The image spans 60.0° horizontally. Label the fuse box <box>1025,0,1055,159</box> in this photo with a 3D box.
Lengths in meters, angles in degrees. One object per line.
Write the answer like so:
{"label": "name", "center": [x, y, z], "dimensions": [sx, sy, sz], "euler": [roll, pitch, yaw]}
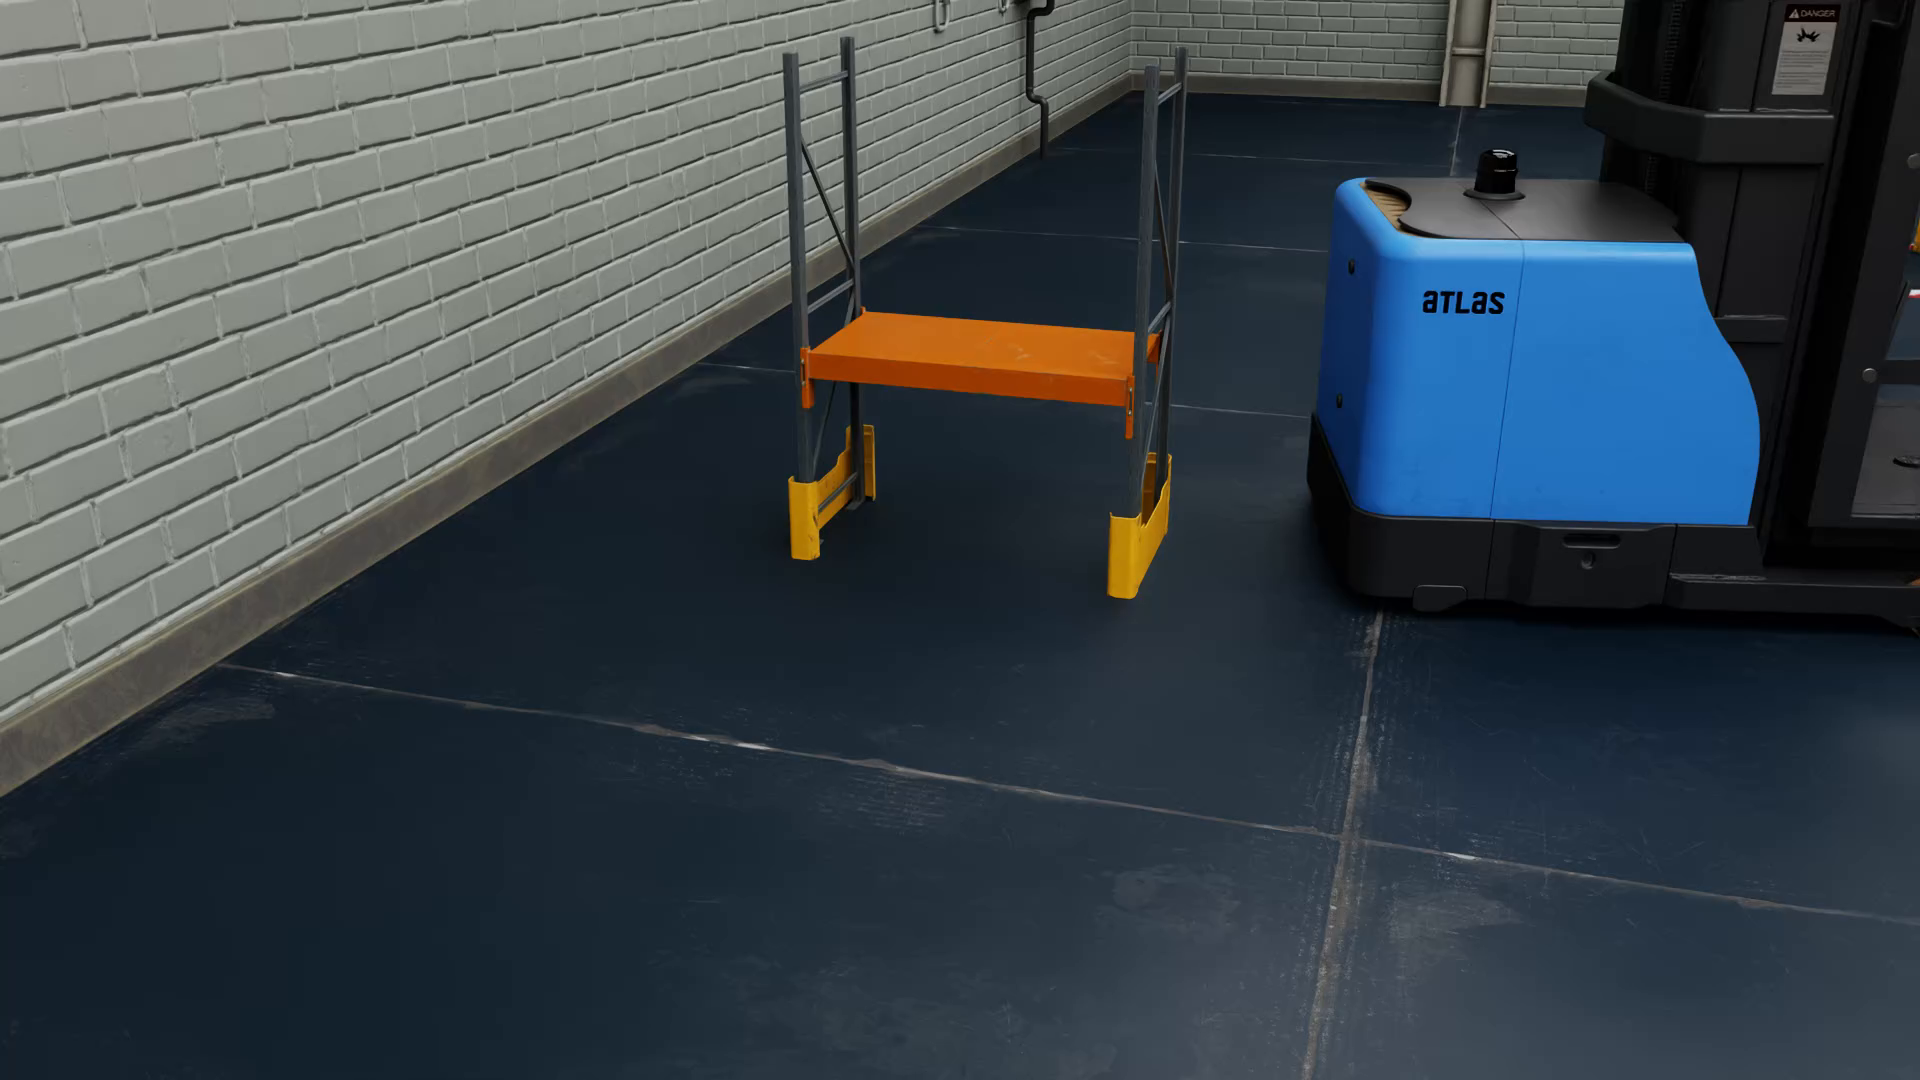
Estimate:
{"label": "fuse box", "center": [0.637, -3.538, 11.641], "dimensions": [0.414, 1.711, 0.539], "euler": [7, 23, 16]}

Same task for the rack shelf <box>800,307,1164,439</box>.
{"label": "rack shelf", "center": [0.082, -0.518, 5.031], "dimensions": [1.000, 0.185, 0.538], "euler": [7, 23, 16]}

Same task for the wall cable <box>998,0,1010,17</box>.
{"label": "wall cable", "center": [0.289, -4.374, 10.642], "dimensions": [0.122, 1.984, 0.588], "euler": [7, 23, 16]}

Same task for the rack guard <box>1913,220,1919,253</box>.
{"label": "rack guard", "center": [5.272, -1.624, 8.570], "dimensions": [0.348, 0.500, 1.175], "euler": [7, 23, 16]}

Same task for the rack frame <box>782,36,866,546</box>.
{"label": "rack frame", "center": [-0.405, -0.740, 5.098], "dimensions": [0.032, 1.500, 0.500], "euler": [7, 23, 16]}

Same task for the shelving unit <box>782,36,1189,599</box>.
{"label": "shelving unit", "center": [0.073, -0.686, 4.965], "dimensions": [1.083, 1.500, 0.587], "euler": [7, 23, 16]}

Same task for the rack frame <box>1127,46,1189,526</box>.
{"label": "rack frame", "center": [0.568, -0.629, 4.827], "dimensions": [0.032, 1.500, 0.500], "euler": [7, 23, 16]}

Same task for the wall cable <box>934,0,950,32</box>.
{"label": "wall cable", "center": [-0.110, -3.872, 9.376], "dimensions": [0.123, 1.953, 0.585], "euler": [7, 23, 16]}

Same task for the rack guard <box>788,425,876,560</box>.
{"label": "rack guard", "center": [-0.404, -0.162, 5.335], "dimensions": [0.087, 0.250, 0.587], "euler": [7, 23, 16]}

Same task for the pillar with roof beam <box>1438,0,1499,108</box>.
{"label": "pillar with roof beam", "center": [3.161, -6.416, 9.054], "dimensions": [0.400, 9.000, 9.100], "euler": [7, 23, 16]}

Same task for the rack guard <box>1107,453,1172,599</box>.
{"label": "rack guard", "center": [0.550, -0.053, 5.069], "dimensions": [0.087, 0.250, 0.587], "euler": [7, 23, 16]}

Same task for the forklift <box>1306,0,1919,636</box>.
{"label": "forklift", "center": [2.641, -1.289, 4.550], "dimensions": [3.031, 2.935, 1.130], "euler": [2, 22, 4]}
